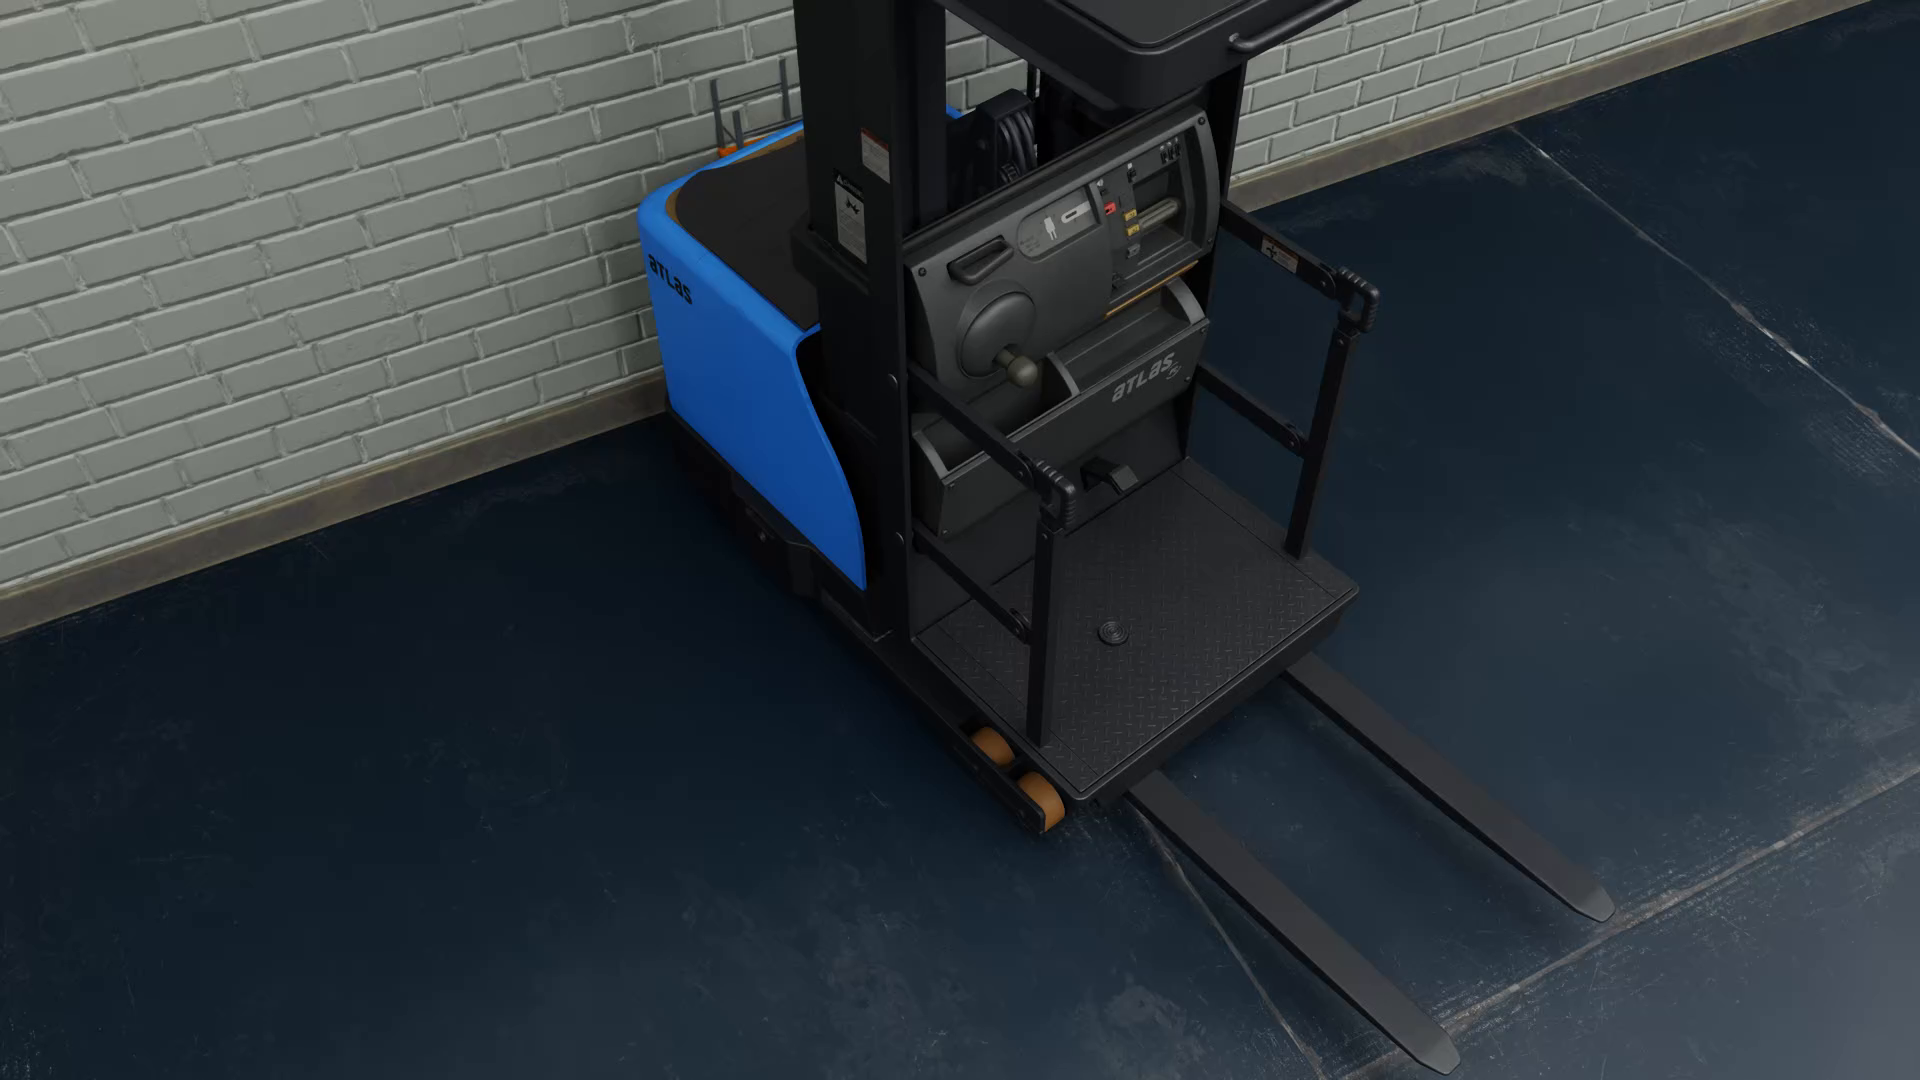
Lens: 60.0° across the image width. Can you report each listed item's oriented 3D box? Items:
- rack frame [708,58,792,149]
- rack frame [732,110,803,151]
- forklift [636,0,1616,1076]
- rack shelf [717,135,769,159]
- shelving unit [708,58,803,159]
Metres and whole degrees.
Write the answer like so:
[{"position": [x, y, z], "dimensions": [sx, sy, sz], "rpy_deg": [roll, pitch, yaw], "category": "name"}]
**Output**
[{"position": [-0.617, -0.986, 5.335], "dimensions": [0.240, 1.200, 0.006], "rpy_deg": [-22, 52, -17], "category": "rack frame"}, {"position": [-0.533, -0.865, 5.226], "dimensions": [0.240, 1.200, 0.006], "rpy_deg": [-22, 52, -17], "category": "rack frame"}, {"position": [0.407, -0.604, 3.831], "dimensions": [1.130, 2.935, 3.031], "rpy_deg": [-33, 56, -25], "category": "forklift"}, {"position": [-0.580, -1.134, 5.044], "dimensions": [0.258, 0.103, 0.180], "rpy_deg": [-22, 52, -17], "category": "rack shelf"}, {"position": [-0.575, -0.925, 5.280], "dimensions": [0.258, 1.200, 0.189], "rpy_deg": [-22, 52, -17], "category": "shelving unit"}]
